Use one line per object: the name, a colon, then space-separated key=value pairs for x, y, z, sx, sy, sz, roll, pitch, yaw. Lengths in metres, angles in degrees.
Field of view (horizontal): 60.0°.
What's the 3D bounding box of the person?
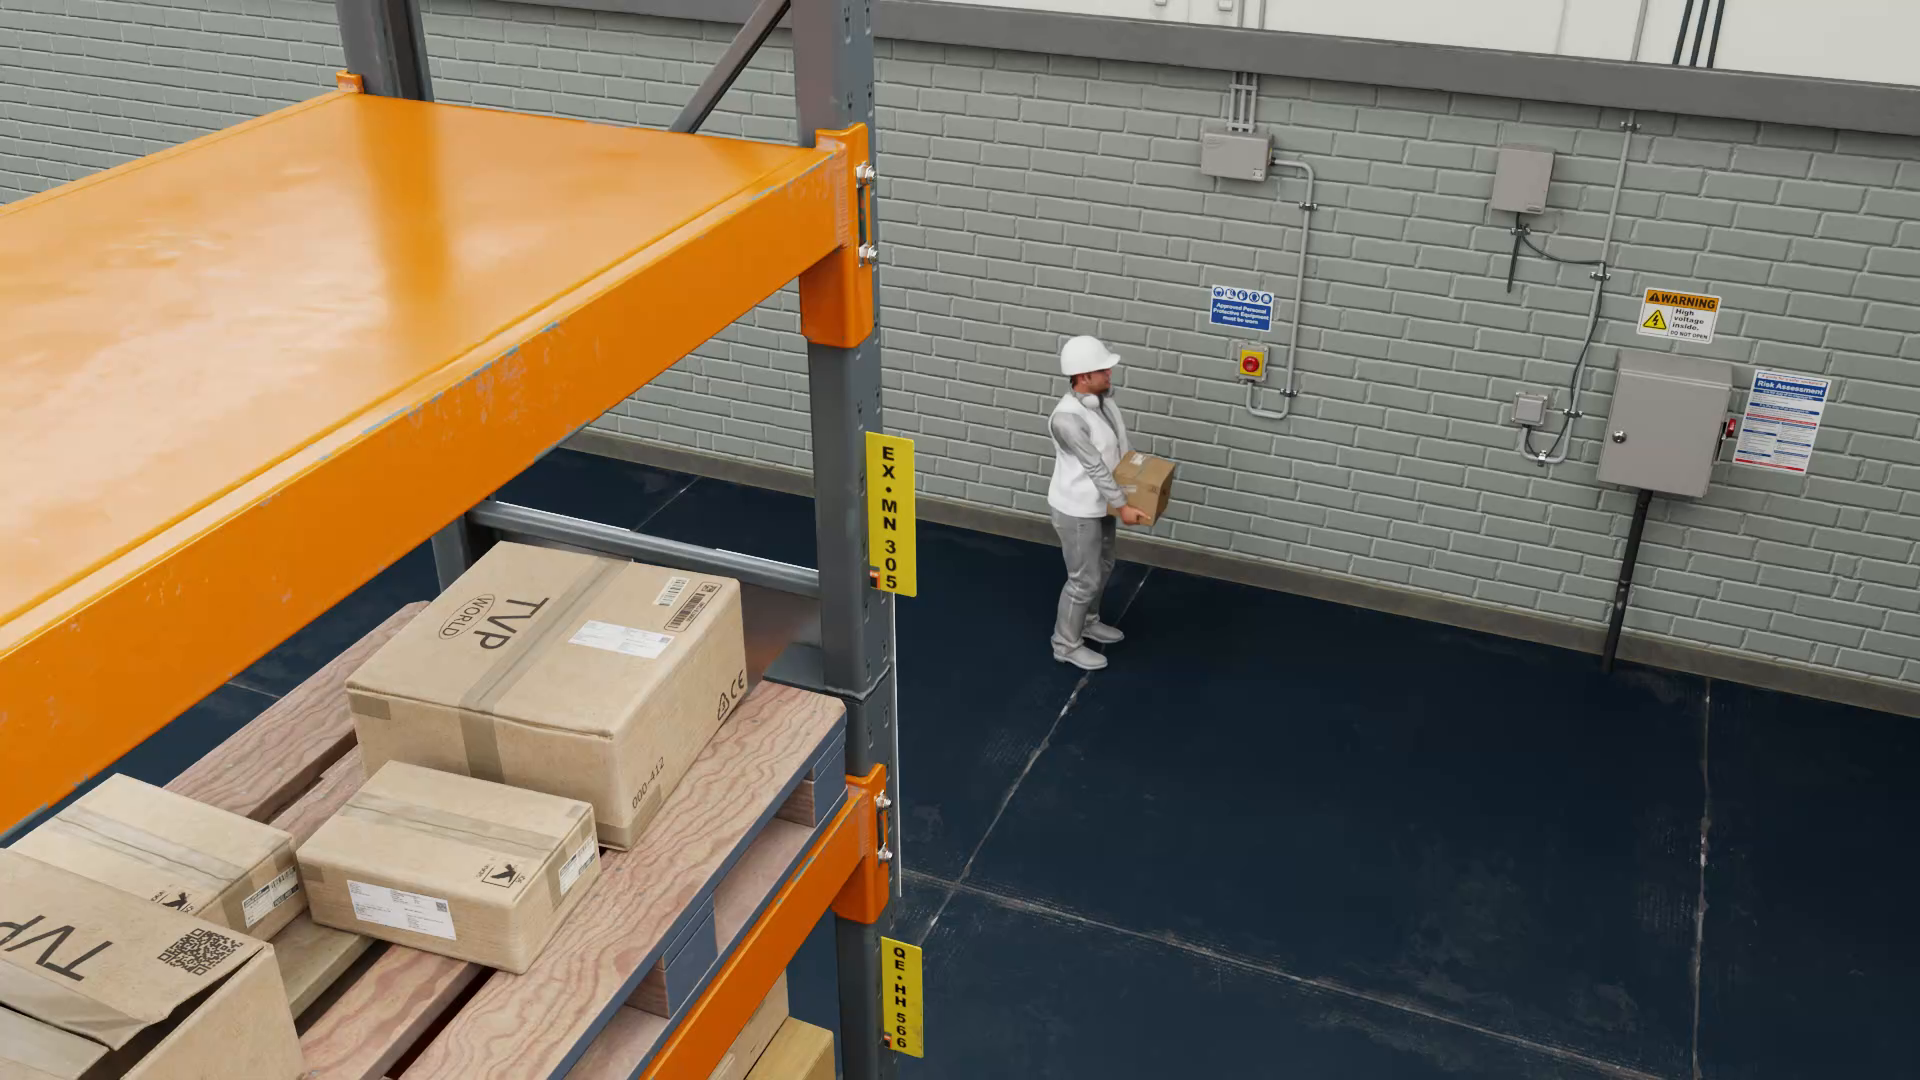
person: x=0.742 y=-0.184 z=8.435 sx=0.554 sy=1.767 sz=0.495 roll=12 pitch=32 yaw=20
